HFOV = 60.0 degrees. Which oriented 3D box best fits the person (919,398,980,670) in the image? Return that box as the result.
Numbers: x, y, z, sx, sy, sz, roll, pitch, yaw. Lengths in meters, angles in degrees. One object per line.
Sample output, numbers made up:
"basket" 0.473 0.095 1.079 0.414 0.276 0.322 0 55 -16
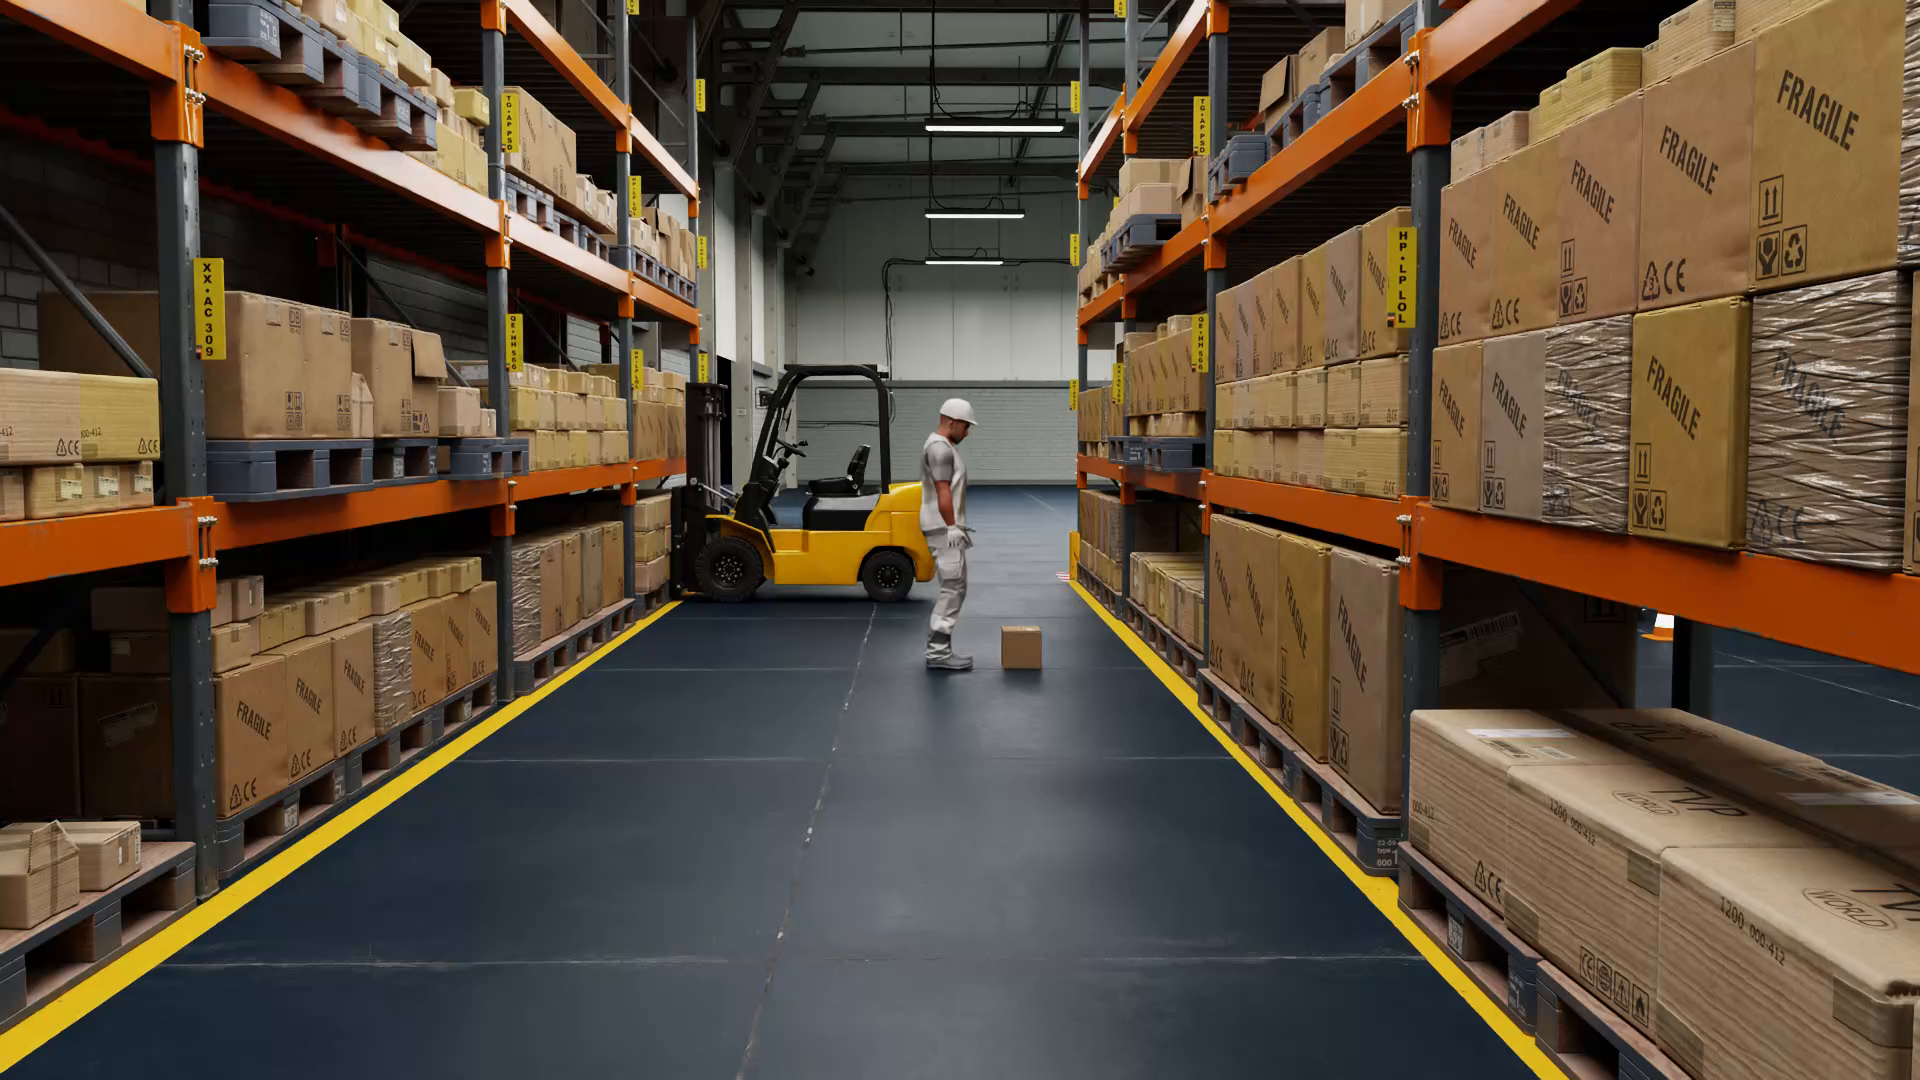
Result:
"person" -0.070 -0.046 10.912 0.400 1.763 0.534 0 4 0
